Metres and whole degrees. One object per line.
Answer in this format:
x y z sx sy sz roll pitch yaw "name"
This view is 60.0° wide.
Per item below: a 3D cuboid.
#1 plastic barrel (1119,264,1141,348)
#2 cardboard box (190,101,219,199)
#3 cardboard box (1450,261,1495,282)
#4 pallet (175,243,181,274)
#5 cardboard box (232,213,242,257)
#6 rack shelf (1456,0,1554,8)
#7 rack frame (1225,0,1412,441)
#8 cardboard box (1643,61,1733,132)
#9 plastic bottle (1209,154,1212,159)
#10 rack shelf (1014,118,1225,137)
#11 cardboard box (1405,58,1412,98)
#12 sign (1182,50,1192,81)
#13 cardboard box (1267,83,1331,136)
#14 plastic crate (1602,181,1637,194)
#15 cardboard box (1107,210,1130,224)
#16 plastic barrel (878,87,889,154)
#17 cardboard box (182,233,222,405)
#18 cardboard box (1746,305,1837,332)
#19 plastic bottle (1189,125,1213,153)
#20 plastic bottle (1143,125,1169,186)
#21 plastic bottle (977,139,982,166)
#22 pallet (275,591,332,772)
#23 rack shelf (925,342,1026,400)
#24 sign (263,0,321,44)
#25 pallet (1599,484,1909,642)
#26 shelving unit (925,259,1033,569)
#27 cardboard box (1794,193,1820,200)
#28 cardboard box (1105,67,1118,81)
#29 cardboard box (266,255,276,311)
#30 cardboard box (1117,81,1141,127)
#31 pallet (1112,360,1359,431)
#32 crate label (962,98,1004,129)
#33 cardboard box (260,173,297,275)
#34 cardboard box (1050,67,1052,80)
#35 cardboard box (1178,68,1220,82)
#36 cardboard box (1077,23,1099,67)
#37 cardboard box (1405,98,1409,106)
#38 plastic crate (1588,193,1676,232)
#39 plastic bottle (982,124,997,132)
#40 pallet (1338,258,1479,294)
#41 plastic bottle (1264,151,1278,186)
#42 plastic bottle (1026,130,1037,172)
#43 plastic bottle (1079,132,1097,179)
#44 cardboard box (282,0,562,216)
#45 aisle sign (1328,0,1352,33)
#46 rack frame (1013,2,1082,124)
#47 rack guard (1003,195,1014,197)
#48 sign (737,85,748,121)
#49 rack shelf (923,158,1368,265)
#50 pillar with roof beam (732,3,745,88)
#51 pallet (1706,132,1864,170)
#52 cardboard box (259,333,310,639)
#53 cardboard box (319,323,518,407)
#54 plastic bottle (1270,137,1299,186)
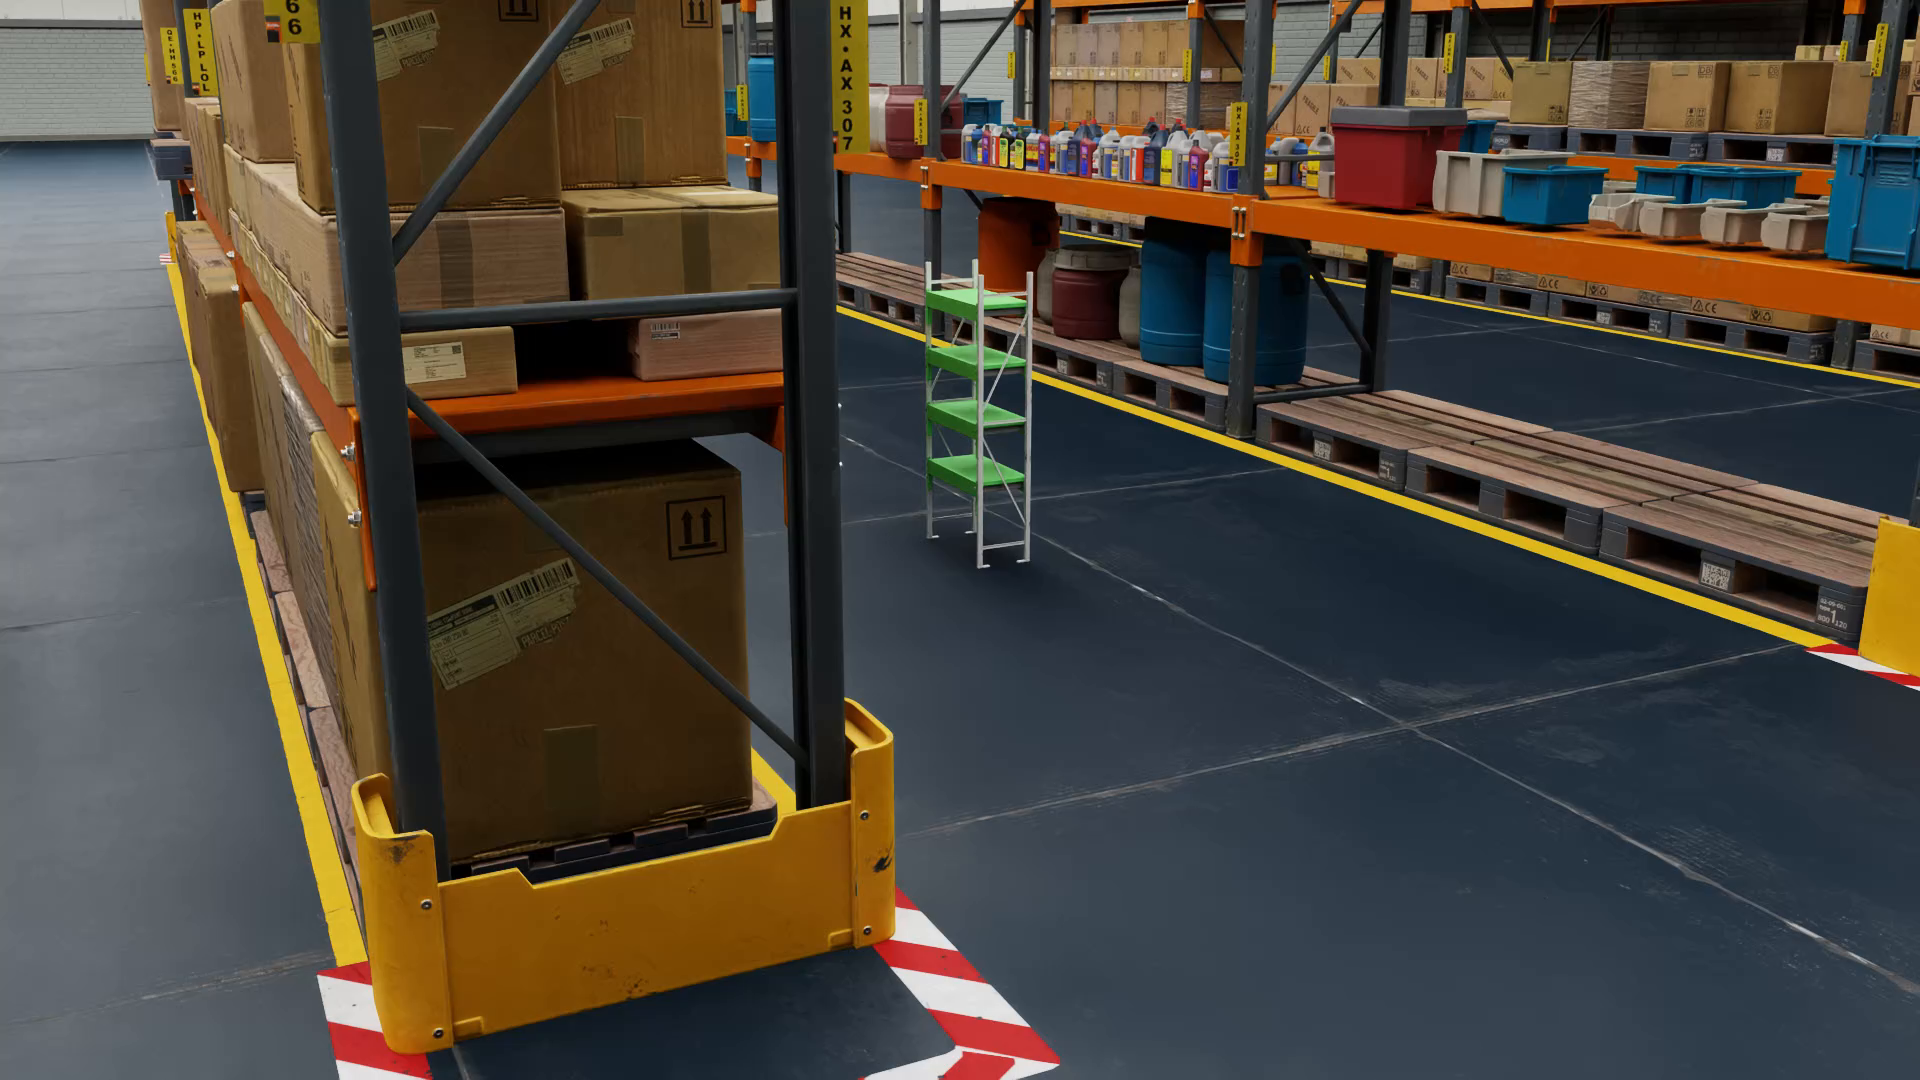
1.256 -1.534 10.908 0.421 0.512 0.421 0 16 0 "plastic barrel"
-3.824 -2.099 8.944 0.500 0.500 0.500 -8 18 -26 "cardboard box"
4.601 -2.517 14.317 0.500 0.500 0.500 -7 17 -23 "cardboard box"
-7.396 -2.877 16.893 1.003 0.211 1.213 -8 18 -25 "pallet"
-2.550 -1.167 6.334 0.380 0.149 0.250 -8 18 -27 "cardboard box"
5.535 -4.254 12.504 1.077 0.370 4.000 -8 18 -25 "rack shelf"
1.956 -2.065 9.008 1.000 3.000 0.127 -8 18 -25 "rack frame"
5.581 -3.343 12.520 0.700 0.500 0.500 -13 21 -39 "cardboard box"
1.414 -2.094 9.469 0.097 0.201 0.097 0 16 0 "plastic bottle"
2.030 -4.796 19.830 1.077 0.370 4.000 -8 18 -25 "rack shelf"
5.972 -6.128 22.044 0.500 0.500 0.500 -8 18 -27 "cardboard box"
2.408 -5.033 17.638 0.100 0.325 0.005 -8 18 -25 "sign"
3.459 -4.371 16.864 0.500 0.500 0.500 -6 17 -21 "cardboard box"
2.989 -1.571 7.658 0.293 0.136 0.466 -8 18 -25 "plastic crate"
2.064 -3.862 19.495 0.500 0.250 0.500 -8 18 -25 "cardboard box"
-0.439 -3.340 13.248 0.421 0.512 0.421 0 16 0 "plastic barrel"
-3.581 -1.243 9.235 1.225 0.875 0.875 -8 18 -25 "cardboard box"
5.937 -1.760 11.681 0.500 0.500 0.500 -8 18 -25 "cardboard box"
1.389 -2.247 9.732 0.144 0.351 0.185 -8 18 -25 "plastic bottle"
1.179 -2.275 9.831 0.144 0.351 0.185 -8 18 -25 "plastic bottle"
0.172 -2.759 11.786 0.097 0.201 0.097 0 16 0 "plastic bottle"
-1.695 0.375 5.561 1.003 0.211 1.213 -8 18 -25 "pallet"
0.073 -0.705 6.894 0.258 0.148 0.480 -8 18 -25 "rack shelf"
-1.238 -1.083 3.057 0.100 0.325 0.005 -8 18 -25 "sign"
3.382 0.058 6.665 1.003 0.211 1.213 -8 18 -25 "pallet"
0.073 -0.536 6.942 0.258 1.200 0.503 -8 18 -25 "shelving unit"
8.747 -3.436 17.520 0.700 0.500 0.500 -7 18 -24 "cardboard box"
1.920 -5.428 19.371 0.380 0.149 0.250 -7 17 -23 "cardboard box"
-1.865 -0.781 4.991 0.380 0.149 0.250 -7 18 -24 "cardboard box"
2.253 -5.058 19.258 0.700 0.500 0.500 -7 18 -24 "cardboard box"
1.656 -0.921 10.077 1.003 0.211 1.213 -8 18 -25 "pallet"
0.012 -3.353 13.432 0.502 0.435 0.616 -8 18 -25 "crate label"
-1.639 -0.886 4.631 0.500 0.250 0.500 -8 18 -27 "cardboard box"
1.250 -5.809 20.699 0.380 0.149 0.250 -8 18 -26 "cardboard box"
2.594 -5.048 18.045 0.380 0.149 0.250 -8 18 -25 "cardboard box"
1.827 -5.925 19.925 0.700 0.500 0.500 -8 18 -25 "cardboard box"
5.991 -5.762 22.126 0.500 0.250 0.500 -8 18 -26 "cardboard box"
2.784 -1.366 6.943 0.298 0.136 0.250 -8 18 -25 "plastic crate"
0.240 -2.869 12.035 0.152 0.276 0.135 -8 18 -25 "plastic bottle"
4.333 -2.523 15.659 1.003 0.211 1.213 -8 18 -25 "pallet"
1.832 -2.201 9.843 0.097 0.201 0.097 0 16 0 "plastic bottle"
0.491 -2.611 11.146 0.097 0.271 0.097 0 16 0 "plastic bottle"
0.809 -2.426 10.477 0.061 0.283 0.133 -8 18 -25 "plastic bottle"
-1.193 -0.995 3.653 0.500 0.500 0.500 -7 18 -24 "cardboard box"
5.304 -7.469 23.126 0.394 0.787 0.004 -8 18 -25 "aisle sign"
1.154 -5.638 21.459 1.000 3.000 0.127 -8 18 -25 "rack frame"
1.143 -4.442 21.825 1.175 0.500 0.348 -8 18 -25 "rack guard"
-2.048 -4.118 15.660 0.100 0.325 0.005 -8 18 -25 "sign"
1.080 -2.215 10.835 1.077 0.370 4.000 -8 18 -25 "rack shelf"
-10.323 -15.971 46.589 9.100 9.000 0.400 -8 18 -25 "pillar with roof beam"
6.159 -2.782 11.854 1.003 0.211 1.213 -8 18 -25 "pallet"
-1.885 -0.250 5.776 0.875 0.875 0.875 -8 18 -25 "cardboard box"
-1.196 -0.402 3.670 0.380 0.149 0.250 -7 18 -24 "cardboard box"
1.936 -2.257 9.902 0.152 0.276 0.135 -8 18 -25 "plastic bottle"
